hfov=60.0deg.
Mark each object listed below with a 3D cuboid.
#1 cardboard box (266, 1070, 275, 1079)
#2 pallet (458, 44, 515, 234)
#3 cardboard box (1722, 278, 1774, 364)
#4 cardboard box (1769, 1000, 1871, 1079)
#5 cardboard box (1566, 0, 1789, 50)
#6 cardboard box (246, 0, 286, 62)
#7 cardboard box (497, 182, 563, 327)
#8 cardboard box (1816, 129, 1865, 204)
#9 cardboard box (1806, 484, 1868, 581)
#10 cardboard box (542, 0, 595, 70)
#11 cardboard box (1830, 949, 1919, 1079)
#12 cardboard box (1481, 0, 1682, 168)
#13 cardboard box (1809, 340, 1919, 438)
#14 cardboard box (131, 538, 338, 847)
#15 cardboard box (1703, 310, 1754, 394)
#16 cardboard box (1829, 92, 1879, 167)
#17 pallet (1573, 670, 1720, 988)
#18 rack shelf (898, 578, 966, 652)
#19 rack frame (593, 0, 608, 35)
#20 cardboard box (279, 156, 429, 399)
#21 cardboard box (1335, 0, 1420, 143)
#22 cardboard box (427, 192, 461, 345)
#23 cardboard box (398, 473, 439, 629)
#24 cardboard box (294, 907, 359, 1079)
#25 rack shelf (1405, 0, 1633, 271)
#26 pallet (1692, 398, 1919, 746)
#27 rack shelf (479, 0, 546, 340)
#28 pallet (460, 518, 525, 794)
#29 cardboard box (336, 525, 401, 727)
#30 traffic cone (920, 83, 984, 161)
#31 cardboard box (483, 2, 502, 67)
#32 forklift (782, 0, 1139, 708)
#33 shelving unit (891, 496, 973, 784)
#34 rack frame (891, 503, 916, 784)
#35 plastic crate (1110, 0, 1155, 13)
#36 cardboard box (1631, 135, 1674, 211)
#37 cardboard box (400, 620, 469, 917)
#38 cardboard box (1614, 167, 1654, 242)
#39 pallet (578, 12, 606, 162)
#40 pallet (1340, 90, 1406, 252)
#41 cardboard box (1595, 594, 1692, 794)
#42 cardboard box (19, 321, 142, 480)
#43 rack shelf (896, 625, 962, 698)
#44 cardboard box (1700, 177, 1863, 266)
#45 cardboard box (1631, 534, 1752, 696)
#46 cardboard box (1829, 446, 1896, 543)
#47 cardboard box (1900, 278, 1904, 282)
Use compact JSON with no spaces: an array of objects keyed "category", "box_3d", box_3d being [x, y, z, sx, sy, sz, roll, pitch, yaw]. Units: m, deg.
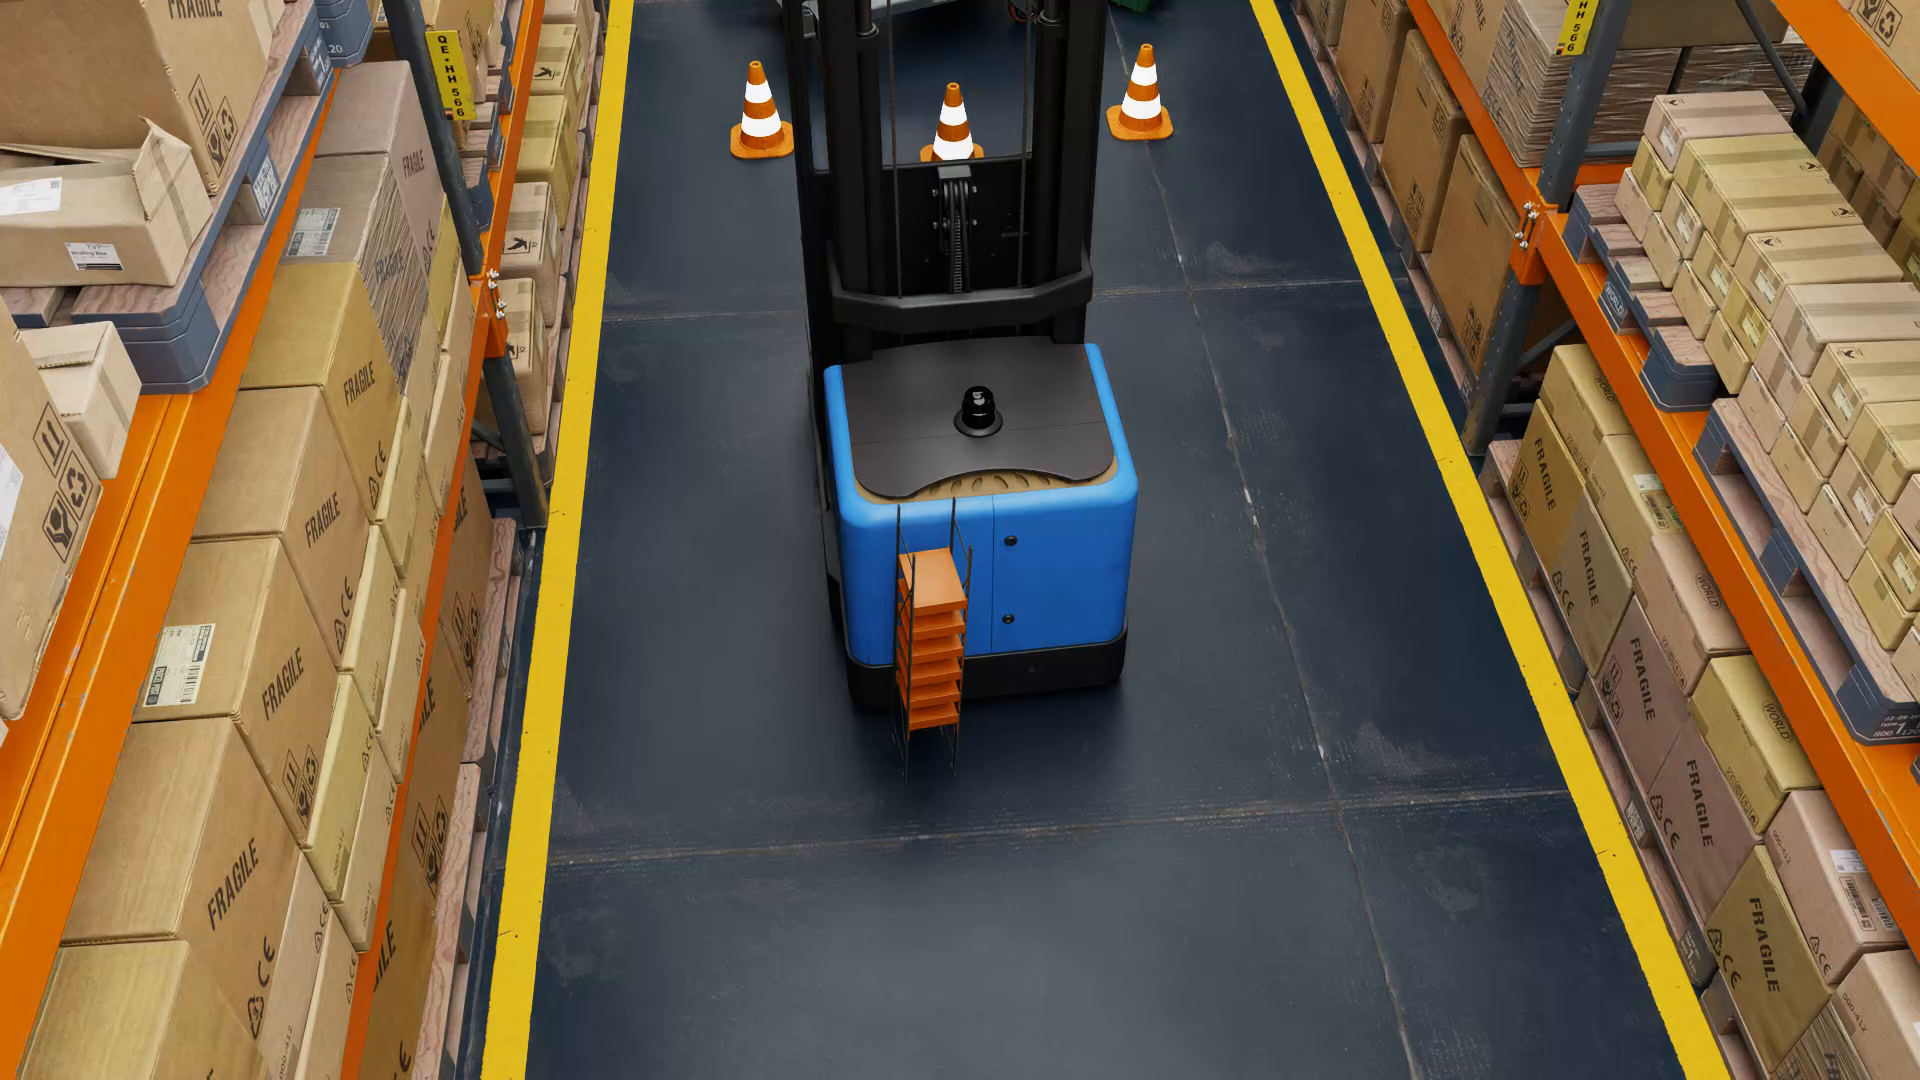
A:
[{"category":"cardboard box","box_3d":[-1.644,1.349,3.302,0.500,0.250,0.500,-5,47,-4]},{"category":"pallet","box_3d":[-2.389,-1.532,6.404,1.213,0.211,1.003,-3,47,-3]},{"category":"cardboard box","box_3d":[2.613,-0.690,5.153,0.380,0.149,0.250,-3,47,-3]},{"category":"cardboard box","box_3d":[2.723,1.626,4.713,0.500,0.500,0.500,-4,47,-4]},{"category":"cardboard box","box_3d":[2.674,-2.167,6.115,0.700,0.500,0.500,-4,47,-4]},{"category":"cardboard box","box_3d":[-1.759,-1.244,3.736,0.396,0.266,0.258,-5,47,-4]},{"category":"cardboard box","box_3d":[-2.330,-1.273,7.546,0.950,0.372,0.625,-4,47,-4]},{"category":"cardboard box","box_3d":[3.196,-1.294,5.725,0.380,0.149,0.250,-3,47,-2]},{"category":"cardboard box","box_3d":[2.671,-0.038,4.740,0.380,0.149,0.250,-5,47,-5]},{"category":"cardboard box","box_3d":[-2.511,-2.845,9.035,0.950,0.372,0.625,-3,47,-3]},{"category":"cardboard box","box_3d":[2.722,1.365,4.444,0.500,0.250,0.500,-5,47,-4]},{"category":"cardboard box","box_3d":[2.396,-1.807,6.463,0.500,0.500,0.500,-3,47,-3]},{"category":"cardboard box","box_3d":[2.658,-0.429,4.701,0.380,0.149,0.250,-2,47,-2]},{"category":"cardboard box","box_3d":[-1.748,0.362,3.721,0.500,0.500,0.500,-5,47,-4]},{"category":"cardboard box","box_3d":[2.607,-0.601,5.273,0.380,0.149,0.250,-2,47,-1]},{"category":"cardboard box","box_3d":[3.199,-1.399,5.619,0.380,0.149,0.250,-5,47,-5]},{"category":"pallet","box_3d":[2.864,0.942,5.849,1.003,0.211,1.213,-3,47,-3]},{"category":"rack shelf","box_3d":[-0.100,0.236,5.562,0.180,0.103,0.258,-8,47,-12]},{"category":"rack frame","box_3d":[-2.558,-3.983,8.593,1.000,3.000,0.127,-3,47,-3]},{"category":"cardboard box","box_3d":[-1.868,-0.738,4.762,0.500,0.500,0.500,-3,47,-3]},{"category":"cardboard box","box_3d":[2.585,-2.586,8.530,1.050,0.750,0.750,-3,47,-3]},{"category":"cardboard box","box_3d":[-1.929,-0.874,5.408,0.500,0.250,0.500,-4,47,-3]},{"category":"cardboard box","box_3d":[-1.837,0.047,4.880,0.500,0.250,0.500,-4,47,-4]},{"category":"cardboard box","box_3d":[-1.707,1.148,3.837,0.500,0.250,0.500,-5,47,-4]},{"category":"rack shelf","box_3d":[2.534,-2.663,7.838,1.077,0.370,4.000,-3,47,-3]},{"category":"pallet","box_3d":[2.908,0.033,4.922,1.003,0.211,1.213,-3,47,-3]},{"category":"rack shelf","box_3d":[-2.390,-2.289,7.484,1.077,0.370,4.000,-3,47,-3]},{"category":"pallet","box_3d":[-2.232,0.445,6.320,1.003,0.211,1.213,-3,47,-3]},{"category":"cardboard box","box_3d":[-1.776,0.241,4.351,0.500,0.250,0.500,-5,47,-4]},{"category":"traffic cone","box_3d":[-0.038,-2.150,8.604,0.336,0.463,0.334,-3,47,-3]},{"category":"cardboard box","box_3d":[-2.035,-2.001,6.600,0.380,0.149,0.250,-3,47,-3]},{"category":"forklift","box_3d":[-0.082,-1.461,6.252,1.130,2.935,3.031,-5,47,-5]},{"category":"shelving unit","box_3d":[-0.109,0.372,5.703,0.189,1.200,0.258,-8,47,-12]},{"category":"rack frame","box_3d":[-0.198,0.385,5.684,0.006,1.200,0.240,-8,47,-12]},{"category":"plastic crate","box_3d":[1.046,-3.456,9.991,0.450,0.188,0.662,25,51,9]},{"category":"cardboard box","box_3d":[2.542,-1.262,5.694,0.380,0.149,0.250,-2,47,-2]},{"category":"cardboard box","box_3d":[-2.177,0.648,5.381,0.875,0.875,0.875,-3,47,-3]},{"category":"cardboard box","box_3d":[2.538,-1.185,5.827,0.380,0.149,0.250,-4,47,-4]},{"category":"pallet","box_3d":[-2.491,-2.461,9.072,1.003,0.211,1.213,-3,47,-3]},{"category":"pallet","box_3d":[2.611,-1.960,8.597,1.003,0.211,1.213,-3,47,-3]},{"category":"cardboard box","box_3d":[2.599,0.514,5.766,0.500,0.500,0.500,-5,47,-4]},{"category":"cardboard box","box_3d":[-1.645,-0.227,2.842,0.380,0.166,0.250,-6,47,-6]},{"category":"rack shelf","box_3d":[-0.111,0.403,5.734,0.180,0.103,0.258,-8,47,-12]},{"category":"cardboard box","box_3d":[2.588,-1.008,5.249,0.380,0.149,0.250,-4,47,-4]},{"category":"cardboard box","box_3d":[2.589,0.234,5.515,0.500,0.250,0.500,-3,47,-3]},{"category":"cardboard box","box_3d":[2.677,-0.135,4.627,0.380,0.149,0.250,-2,47,-2]},{"category":"cardboard box","box_3d":[3.242,-0.826,5.487,0.380,0.149,0.250,-3,47,-3]}]
